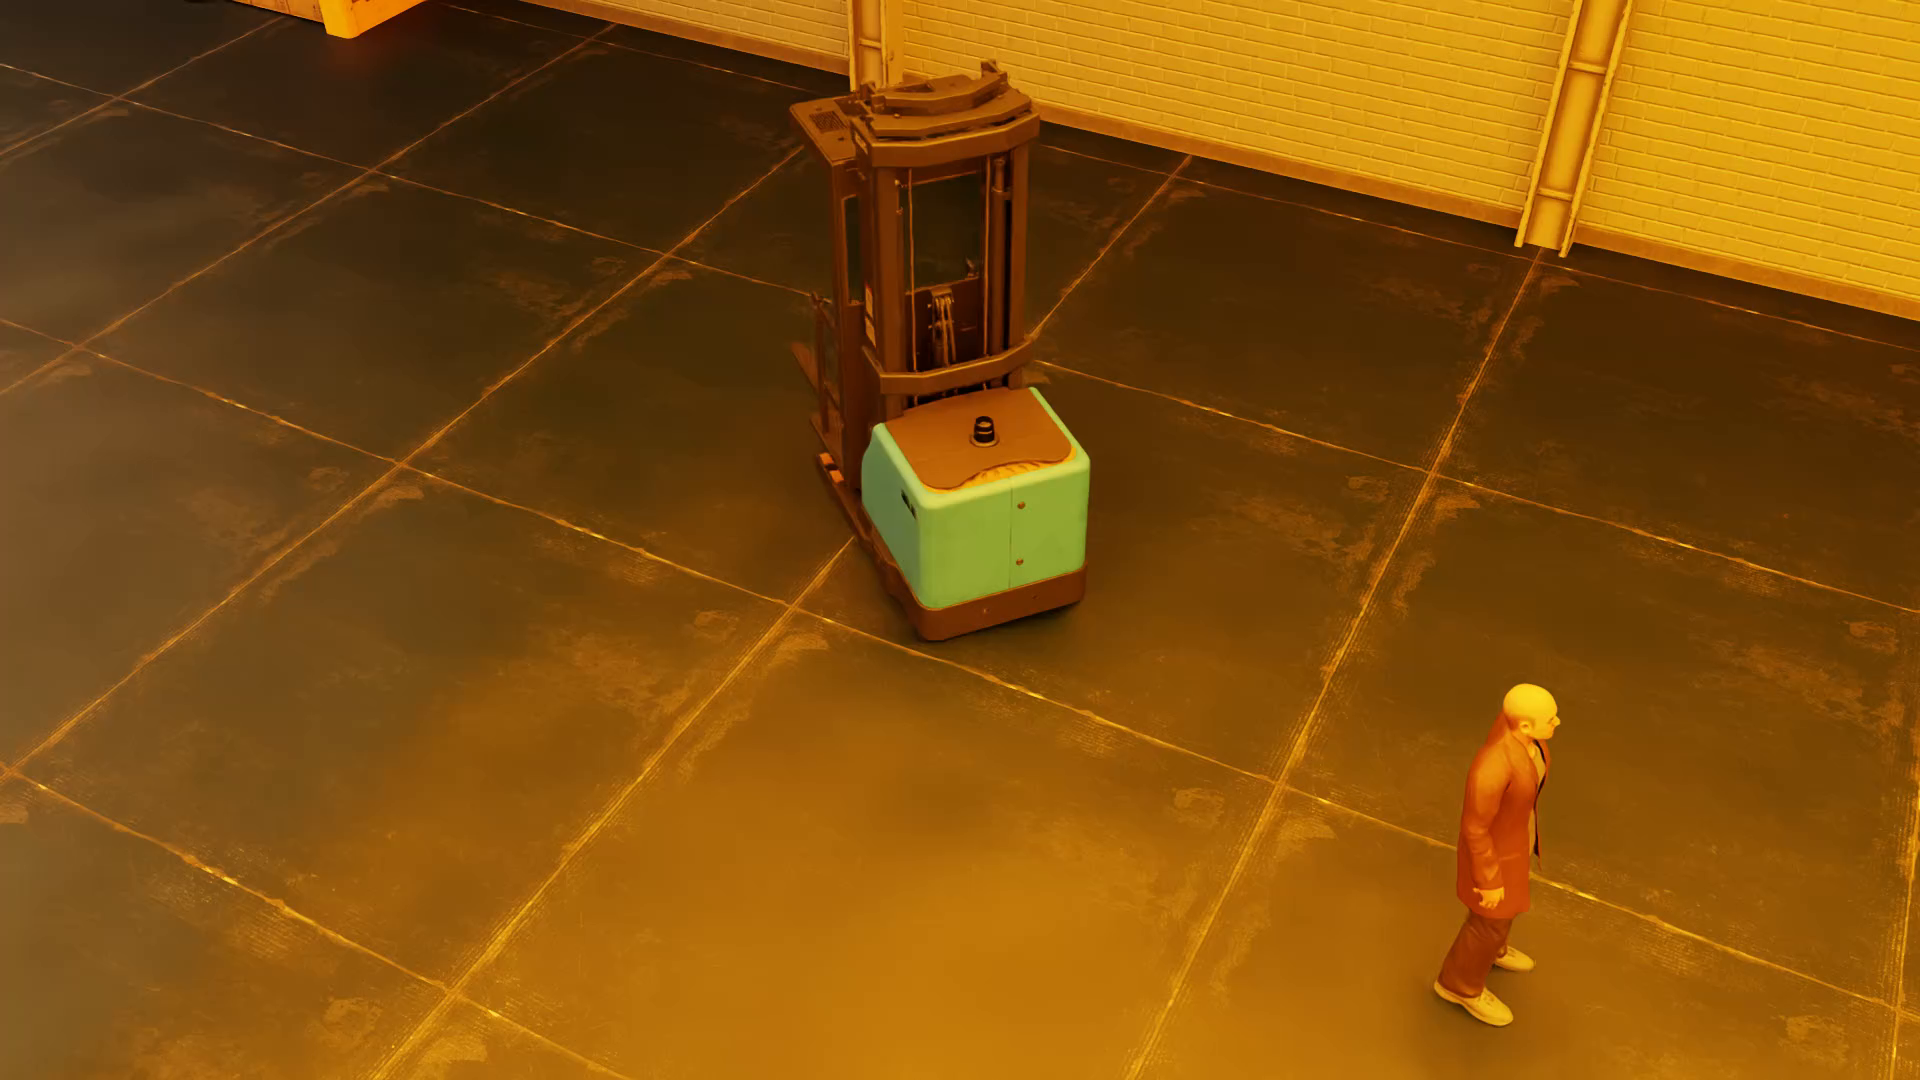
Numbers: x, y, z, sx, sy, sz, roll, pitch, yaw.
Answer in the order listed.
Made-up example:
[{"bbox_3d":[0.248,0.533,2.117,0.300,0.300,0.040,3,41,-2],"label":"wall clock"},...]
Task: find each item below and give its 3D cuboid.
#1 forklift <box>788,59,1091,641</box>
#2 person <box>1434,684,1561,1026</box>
[{"bbox_3d":[-0.293,-1.500,9.767,1.130,2.935,3.031,-15,42,-17],"label":"forklift"},{"bbox_3d":[2.417,1.356,7.284,0.495,1.793,0.683,21,44,23],"label":"person"}]
